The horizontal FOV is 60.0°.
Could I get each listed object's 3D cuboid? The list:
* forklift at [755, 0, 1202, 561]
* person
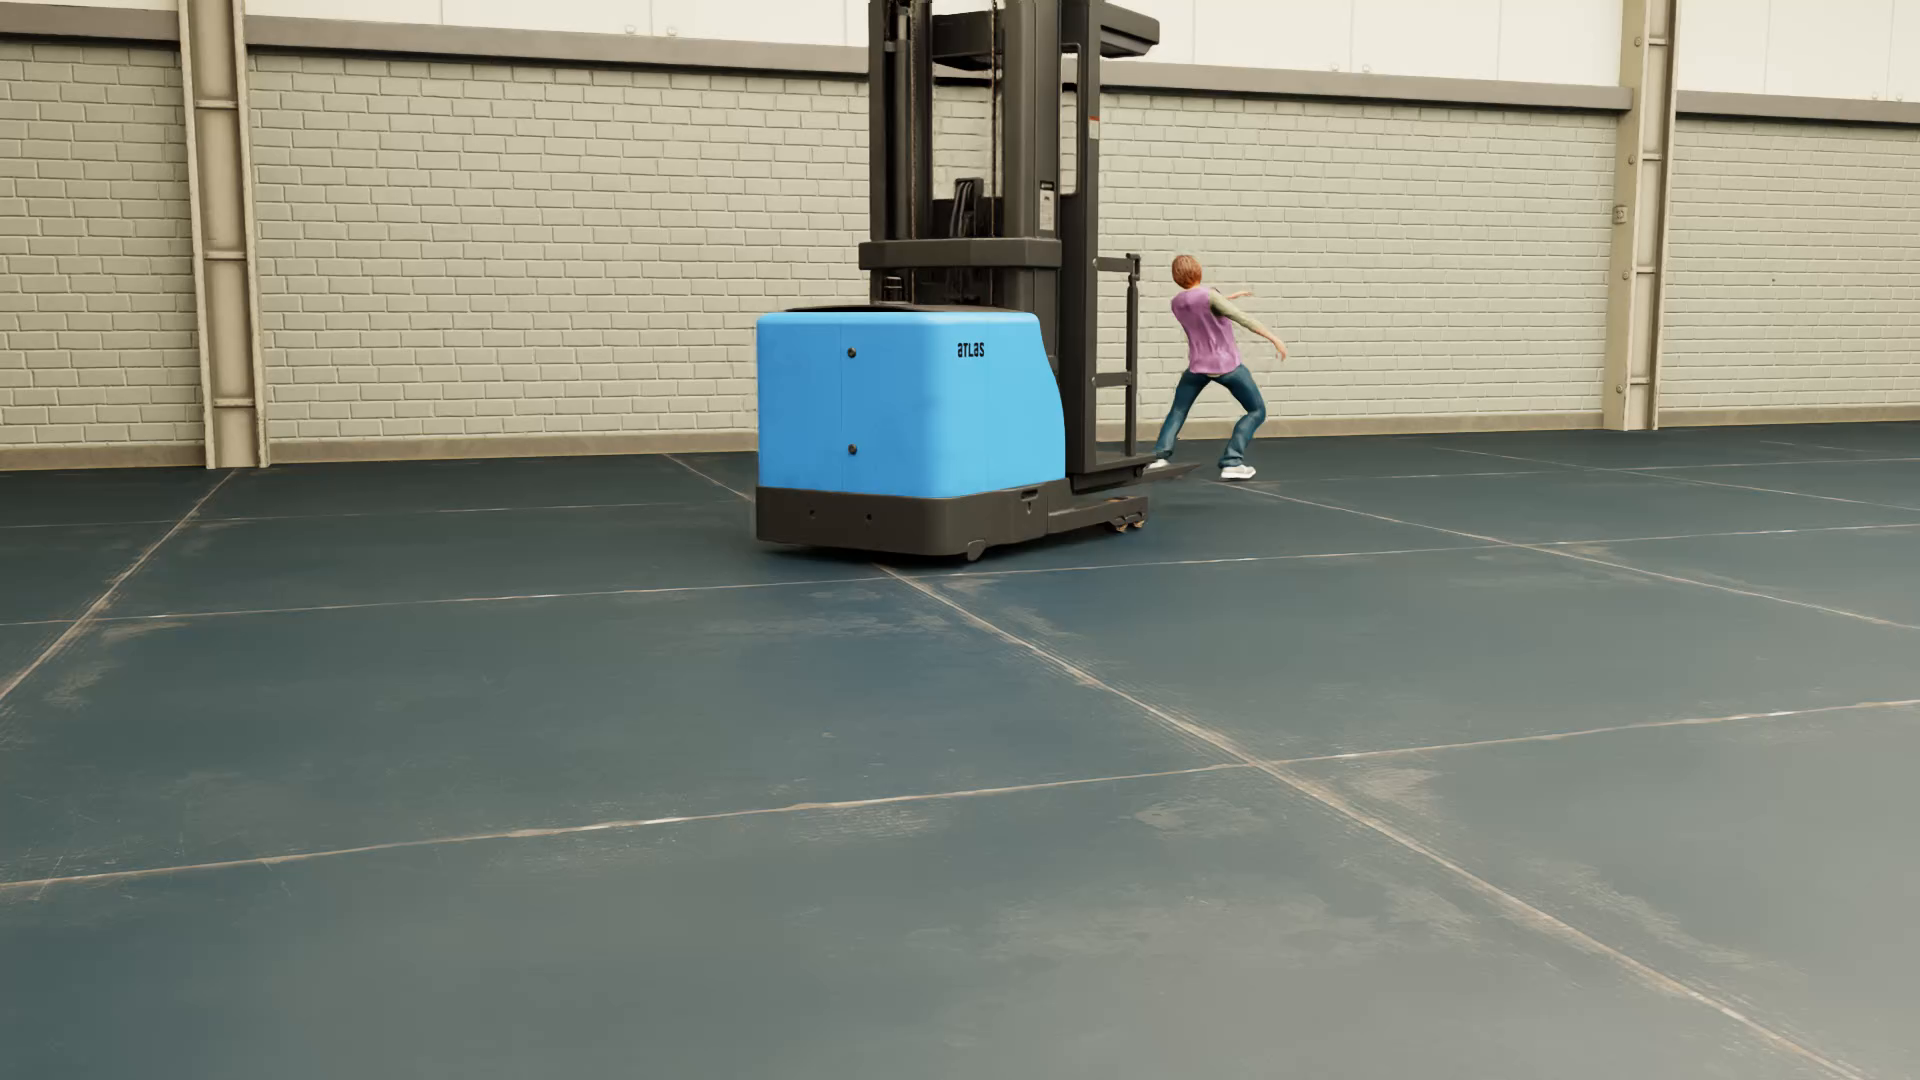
[{"bbox_3d":[0.295,-1.520,8.221,1.130,2.935,3.031,5,9,32],"label":"forklift"},{"bbox_3d":[1.713,-1.104,10.694,0.777,1.426,0.778,5,9,31],"label":"person"}]
